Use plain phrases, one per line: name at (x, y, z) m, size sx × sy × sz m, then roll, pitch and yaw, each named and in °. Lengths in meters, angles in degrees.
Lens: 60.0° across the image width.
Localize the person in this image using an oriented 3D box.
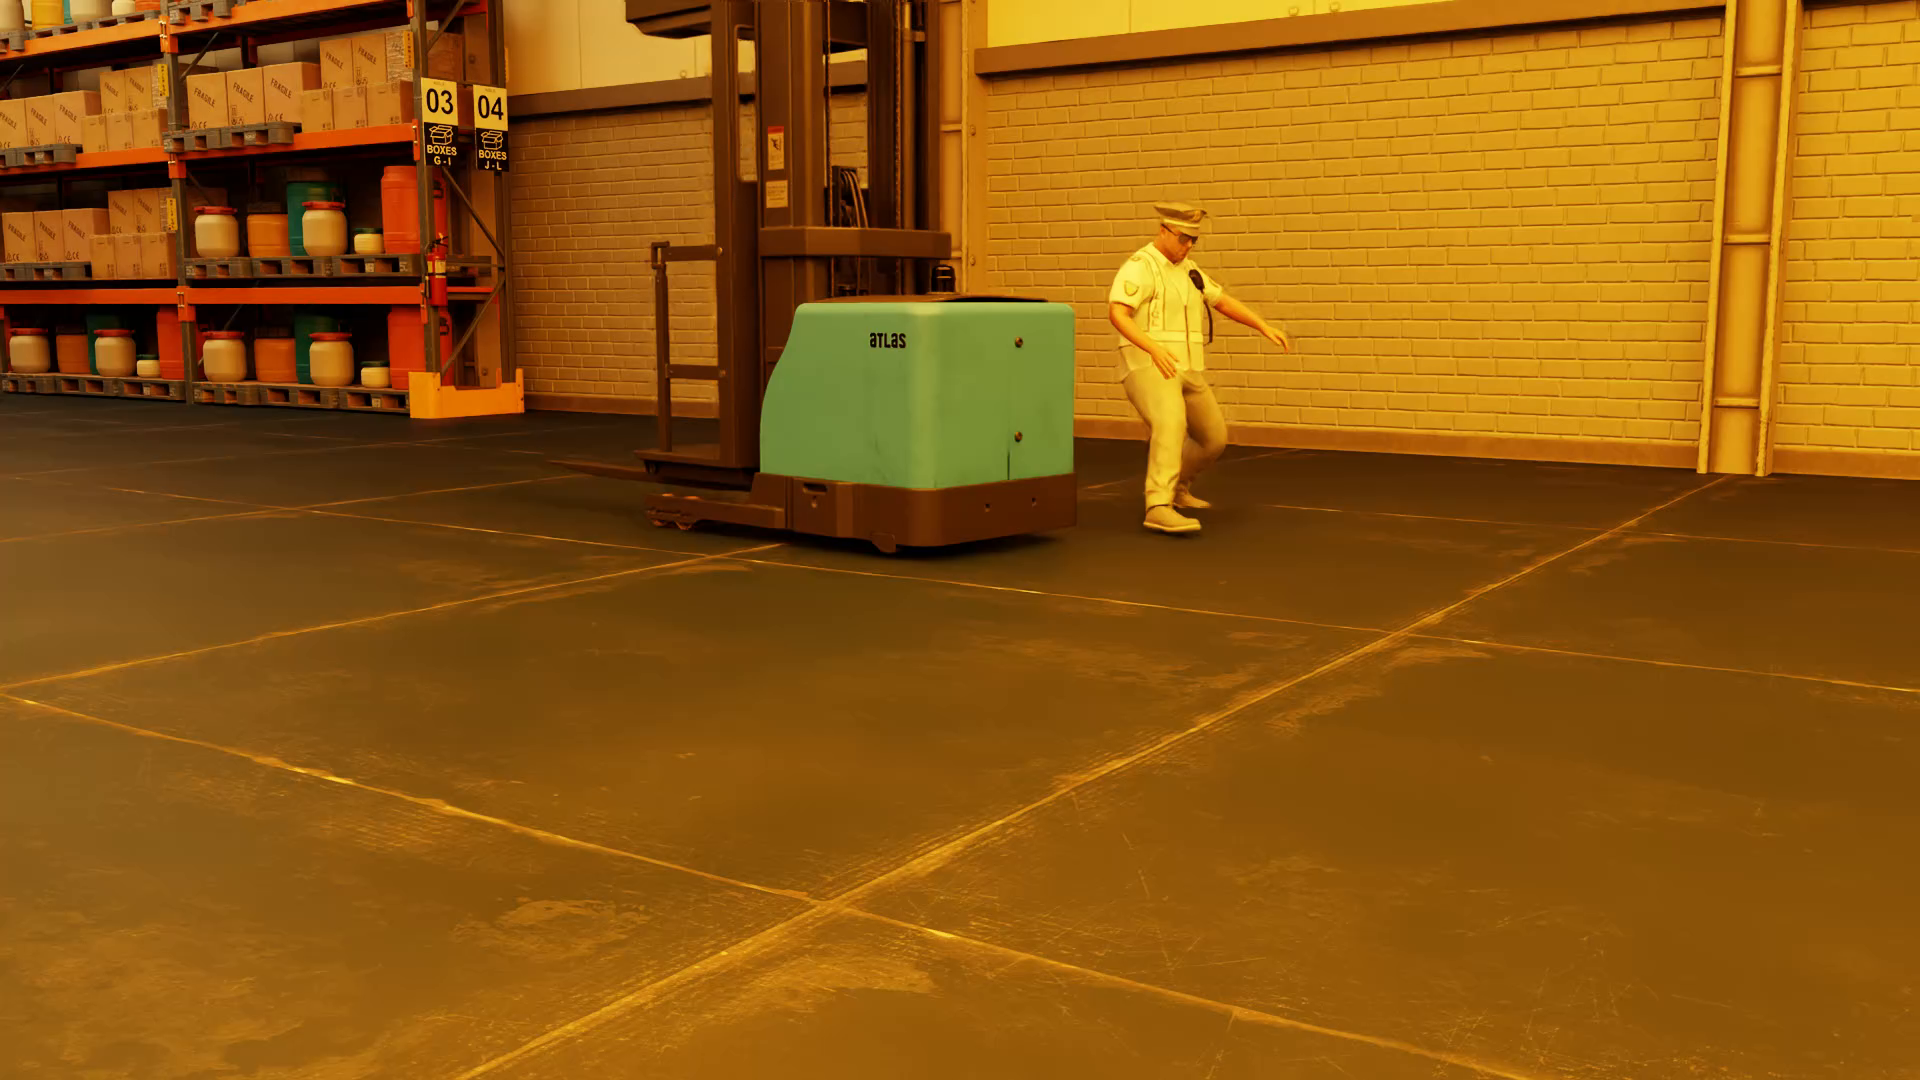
person at (1.116, -0.856, 8.217) m, size 1.046 × 1.595 × 0.989 m, roll -7°, pitch 11°, yaw -41°

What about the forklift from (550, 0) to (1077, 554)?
forklift at (-0.889, -1.543, 8.047) m, size 3.031 × 2.935 × 1.130 m, roll 7°, pitch 11°, yaw 42°
